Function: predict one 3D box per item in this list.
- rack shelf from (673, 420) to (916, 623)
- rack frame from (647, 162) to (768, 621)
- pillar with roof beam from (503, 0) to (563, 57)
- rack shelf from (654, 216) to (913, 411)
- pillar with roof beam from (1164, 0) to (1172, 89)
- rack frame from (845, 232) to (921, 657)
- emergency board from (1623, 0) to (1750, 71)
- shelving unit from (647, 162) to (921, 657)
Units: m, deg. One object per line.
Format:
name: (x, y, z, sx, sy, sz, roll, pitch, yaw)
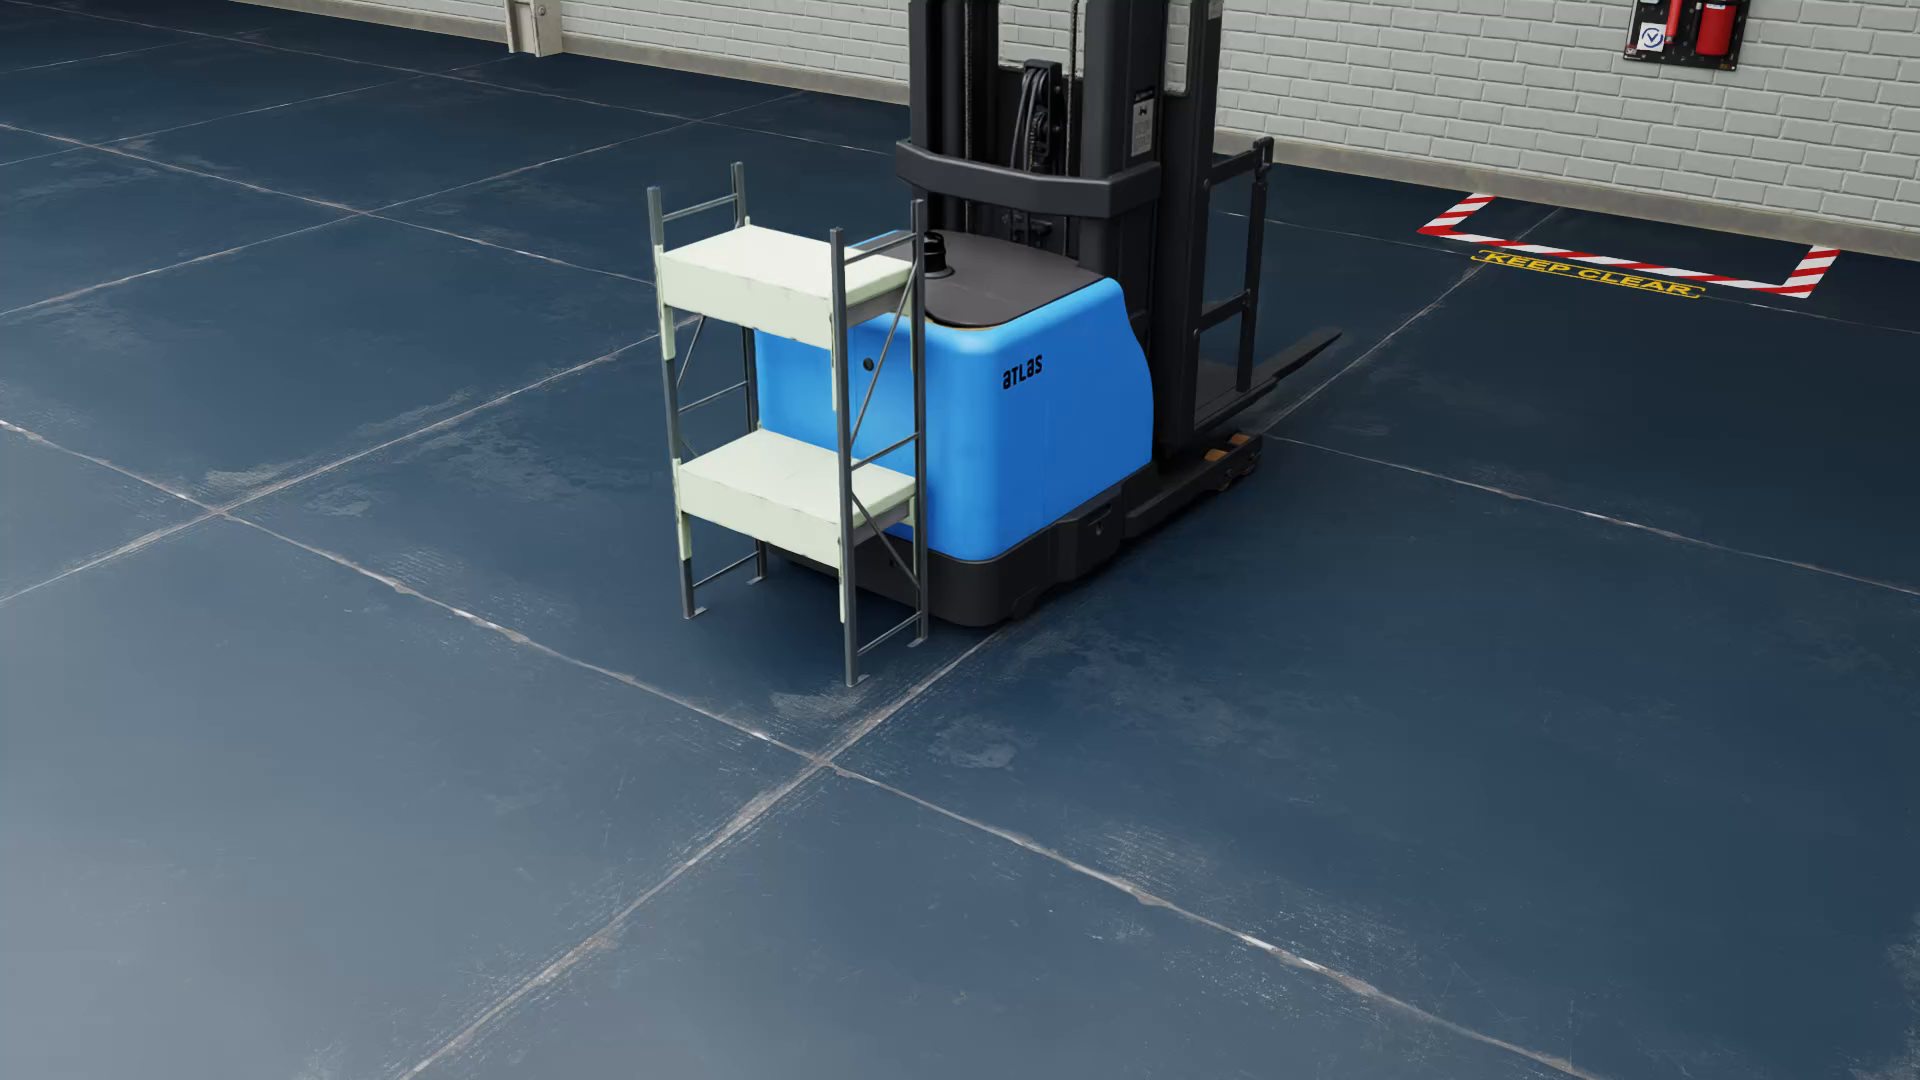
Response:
rack shelf: (-0.528, -0.076, 5.465, 0.720, 0.370, 0.431, 19, 32, 32)
rack frame: (-0.820, -0.466, 5.513, 0.023, 1.500, 0.400, 19, 32, 32)
pillar with roof beam: (-6.192, -6.736, 9.565, 0.400, 9.000, 9.100, 17, 32, 30)
rack shelf: (-0.528, -0.714, 5.140, 0.720, 0.370, 0.431, 19, 32, 32)
pillar with roof beam: (-1.246, -5.196, 6.538, 0.400, 9.000, 9.100, 17, 32, 30)
rack frame: (-0.236, -0.266, 5.120, 0.010, 1.308, 0.380, 19, 32, 32)
emergency board: (4.122, -3.239, 9.308, 0.643, 1.169, 0.194, 17, 32, 30)
shelving unit: (-0.530, -0.368, 5.319, 0.748, 1.500, 0.431, 19, 32, 32)
